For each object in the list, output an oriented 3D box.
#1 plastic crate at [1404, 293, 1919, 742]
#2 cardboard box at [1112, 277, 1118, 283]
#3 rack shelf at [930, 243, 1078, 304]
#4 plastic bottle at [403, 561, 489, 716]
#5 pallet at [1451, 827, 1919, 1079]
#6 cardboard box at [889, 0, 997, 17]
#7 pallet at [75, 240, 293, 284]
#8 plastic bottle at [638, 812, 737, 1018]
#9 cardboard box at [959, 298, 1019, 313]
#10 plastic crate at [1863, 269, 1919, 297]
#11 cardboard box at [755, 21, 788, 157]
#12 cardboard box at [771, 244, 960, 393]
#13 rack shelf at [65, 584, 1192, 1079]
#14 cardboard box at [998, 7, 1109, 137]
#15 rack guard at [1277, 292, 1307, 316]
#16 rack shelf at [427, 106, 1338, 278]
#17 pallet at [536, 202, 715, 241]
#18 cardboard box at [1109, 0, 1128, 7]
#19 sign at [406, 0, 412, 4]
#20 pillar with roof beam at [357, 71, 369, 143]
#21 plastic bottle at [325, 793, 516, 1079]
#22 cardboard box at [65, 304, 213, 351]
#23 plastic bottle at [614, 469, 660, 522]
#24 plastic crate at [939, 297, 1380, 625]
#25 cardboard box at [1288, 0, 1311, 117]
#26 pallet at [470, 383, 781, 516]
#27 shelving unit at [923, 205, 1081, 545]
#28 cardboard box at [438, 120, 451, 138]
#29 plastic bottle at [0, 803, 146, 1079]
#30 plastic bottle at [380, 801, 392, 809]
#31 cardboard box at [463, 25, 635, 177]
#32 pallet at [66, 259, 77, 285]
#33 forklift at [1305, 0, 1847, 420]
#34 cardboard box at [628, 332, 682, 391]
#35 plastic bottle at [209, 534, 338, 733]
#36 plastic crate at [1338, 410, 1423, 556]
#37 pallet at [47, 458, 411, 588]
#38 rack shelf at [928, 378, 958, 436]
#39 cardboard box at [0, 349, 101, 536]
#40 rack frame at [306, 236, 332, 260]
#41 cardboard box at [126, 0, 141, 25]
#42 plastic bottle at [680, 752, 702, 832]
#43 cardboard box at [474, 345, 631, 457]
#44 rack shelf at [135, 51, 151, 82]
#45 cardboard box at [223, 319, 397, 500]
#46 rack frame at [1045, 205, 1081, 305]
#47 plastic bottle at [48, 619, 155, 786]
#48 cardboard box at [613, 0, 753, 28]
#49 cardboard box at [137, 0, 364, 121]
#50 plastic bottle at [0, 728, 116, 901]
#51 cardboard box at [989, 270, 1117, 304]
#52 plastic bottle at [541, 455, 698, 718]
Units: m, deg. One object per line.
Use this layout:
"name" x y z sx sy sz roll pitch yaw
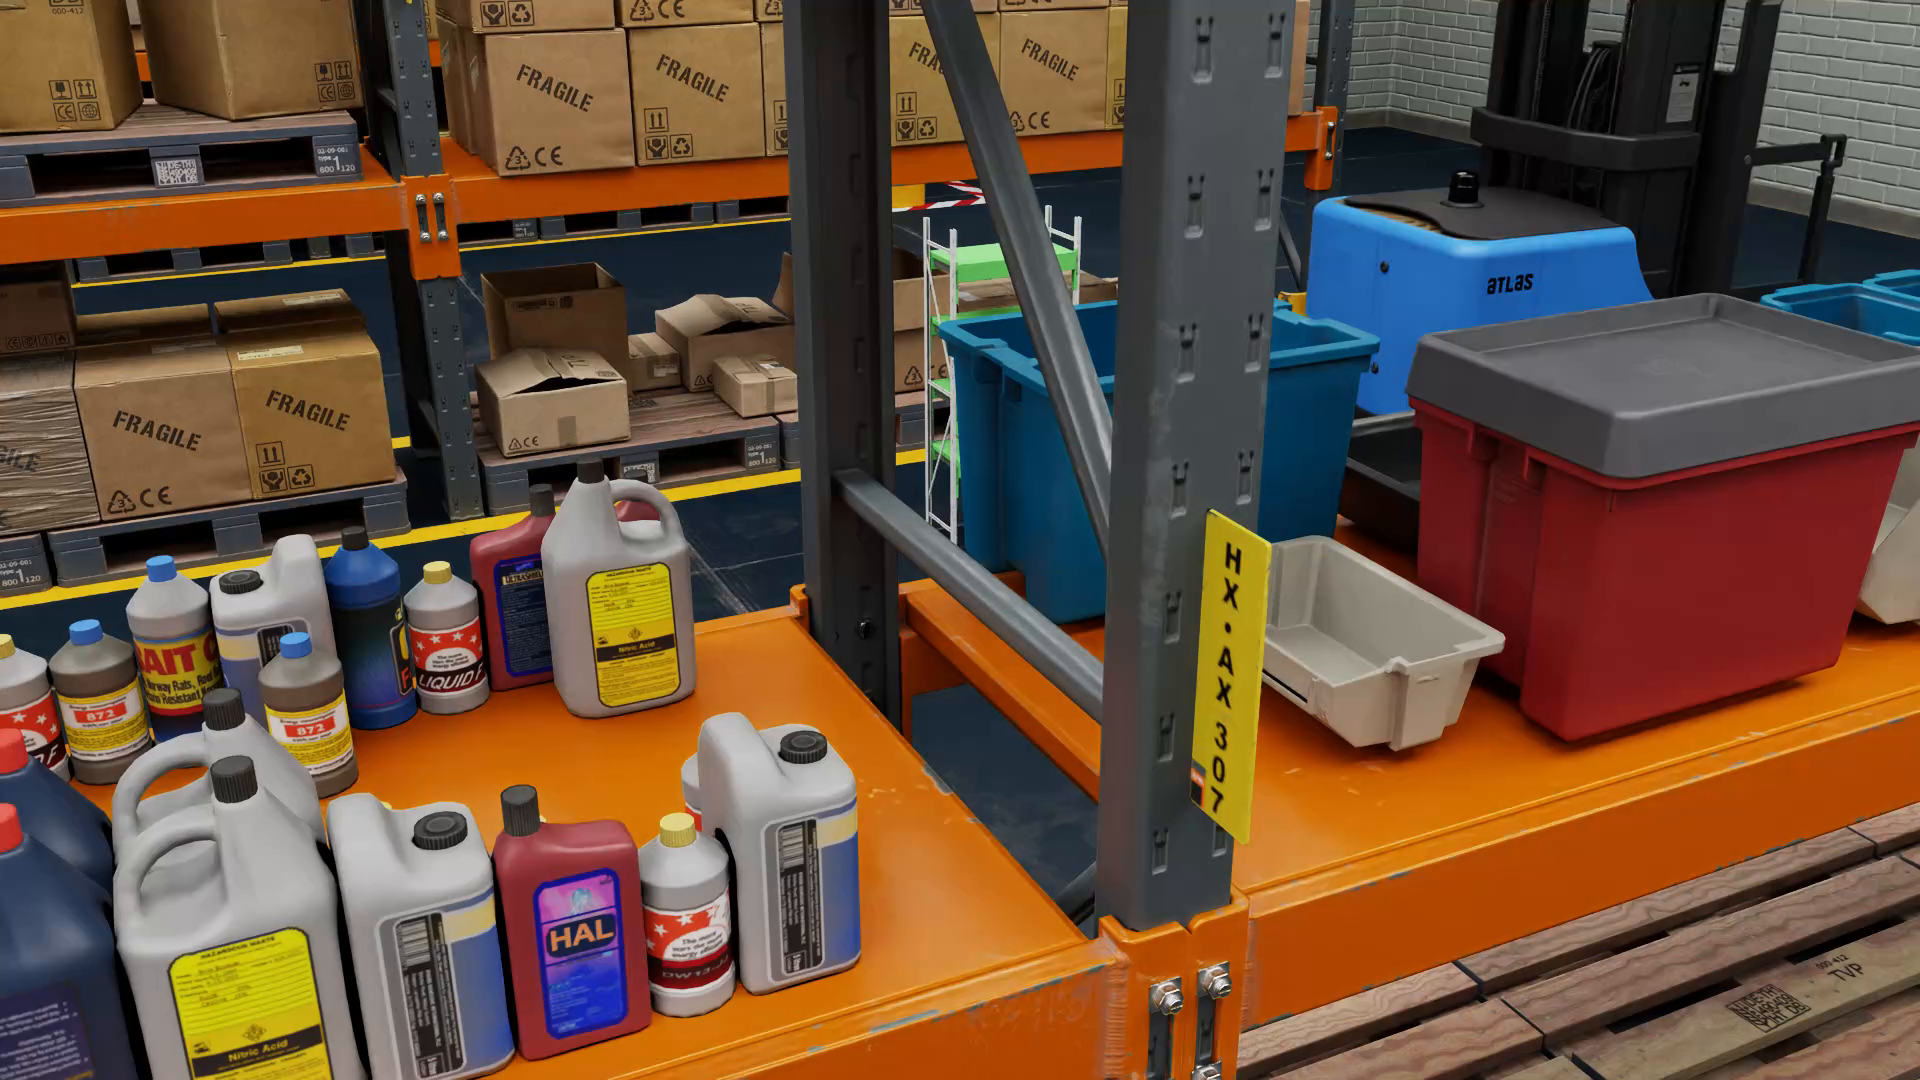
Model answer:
"plastic crate" 0.940 -0.044 2.272 0.583 0.464 0.402 -10 25 -24
"cardboard box" 0.960 -1.231 8.454 0.250 0.149 0.380 -10 25 -24
"rack shelf" 0.149 -0.966 5.928 0.480 0.148 0.258 -10 25 -24
"plastic bottle" -0.705 0.128 2.278 0.097 0.201 0.097 0 22 0
"pallet" 1.773 1.024 3.499 1.213 0.211 1.003 -10 25 -24
"cardboard box" -0.178 -2.379 6.637 0.500 0.500 0.500 -10 24 -22
"pallet" -4.932 -1.897 10.556 1.213 0.211 1.003 -10 25 -24
"plastic bottle" -0.281 0.372 1.688 0.097 0.201 0.097 0 22 0
"cardboard box" 0.234 -0.907 7.538 0.500 0.250 0.500 -10 25 -24
"plastic crate" 2.079 -0.393 3.418 0.300 0.233 0.416 -10 25 -24
"cardboard box" -0.629 -1.838 6.637 0.500 0.500 0.500 -11 25 -24
"cardboard box" -0.427 -0.996 7.422 0.637 0.503 0.797 -10 25 -24
"rack shelf" -1.775 0.739 1.483 4.000 0.370 1.077 -10 25 -24
"cardboard box" 0.283 -2.006 7.043 0.500 0.500 0.500 -10 25 -23
"rack guard" 1.418 -1.128 8.323 0.348 0.500 1.175 -10 25 -24
"rack shelf" -0.316 -1.632 7.211 4.000 0.370 1.077 -10 25 -24
"pallet" -2.450 -2.354 11.660 1.213 0.211 1.003 -10 25 -24
"cardboard box" 0.749 -2.552 7.054 0.500 0.500 0.500 -10 24 -22
"sign" -1.874 -1.977 5.590 0.005 0.325 0.100 -10 25 -24
"pillar with roof beam" -2.147 -5.042 6.664 0.400 9.000 9.100 -10 25 -24
"plastic bottle" -0.517 0.370 1.597 0.135 0.276 0.152 -10 25 -24
"cardboard box" -3.135 -0.592 6.452 0.500 0.500 0.500 -10 25 -23
"plastic bottle" -0.489 0.043 2.377 0.133 0.283 0.061 -10 25 -24
"plastic crate" 0.300 -0.140 2.609 0.575 0.384 0.392 -10 25 -24
"cardboard box" 1.201 -2.174 7.450 0.500 0.500 0.500 -10 24 -22
"pallet" -1.499 -0.458 7.080 1.213 0.211 1.003 -10 25 -24
"shelving unit" 0.149 -0.582 6.087 0.503 1.200 0.258 -10 25 -24
"cardboard box" -3.552 -2.467 11.007 0.500 0.500 0.700 -10 25 -23
"plastic bottle" -0.826 0.394 1.441 0.185 0.351 0.144 -10 25 -24
"plastic bottle" -0.588 0.364 1.707 0.097 0.201 0.097 0 22 0
"cardboard box" -1.541 -1.669 6.230 0.500 0.500 0.500 -10 24 -22
"pallet" -6.033 -1.693 10.064 1.213 0.211 1.003 -10 25 -24
"forklift" 3.002 -1.824 6.824 3.031 2.935 1.130 -9 24 -22
"cardboard box" -1.416 -0.794 7.398 0.250 0.149 0.380 -10 25 -24
"plastic bottle" -0.885 0.139 2.155 0.135 0.276 0.152 -10 25 -24
"plastic crate" 0.919 -0.104 2.860 0.590 0.125 0.437 -10 25 -24
"pallet" -2.835 -0.196 6.448 1.213 0.211 1.003 -10 25 -24
"rack shelf" 0.149 -0.523 6.111 0.480 0.148 0.258 -10 25 -24
"cardboard box" -3.340 -0.338 5.838 0.500 0.500 0.500 -10 25 -23
"rack frame" -4.270 -3.339 10.395 0.127 3.000 1.000 -10 25 -24
"cardboard box" -5.032 -3.280 9.707 0.500 0.500 0.500 -10 25 -23
"plastic bottle" -0.259 0.304 1.854 0.097 0.201 0.097 0 22 0
"cardboard box" -1.646 -0.589 6.690 0.500 0.311 0.500 -10 25 -24
"rack shelf" -6.072 -2.675 9.731 4.000 0.370 1.077 -10 25 -24
"cardboard box" -2.438 -0.500 6.230 0.500 0.500 0.500 -11 25 -24
"rack frame" 0.369 -0.622 6.185 0.015 1.200 0.240 -10 25 -24
"plastic bottle" -1.089 0.199 2.107 0.097 0.201 0.097 0 22 0
"cardboard box" -1.107 -2.208 6.223 0.500 0.500 0.500 -11 25 -25
"cardboard box" -2.642 -1.871 6.169 0.700 0.500 0.500 21 30 41
"plastic bottle" -0.889 0.344 1.561 0.185 0.351 0.144 -10 25 -24
"cardboard box" 0.423 -1.153 8.135 0.500 0.250 0.500 -10 25 -24
"plastic bottle" -0.467 0.051 2.269 0.185 0.351 0.144 -10 25 -24
